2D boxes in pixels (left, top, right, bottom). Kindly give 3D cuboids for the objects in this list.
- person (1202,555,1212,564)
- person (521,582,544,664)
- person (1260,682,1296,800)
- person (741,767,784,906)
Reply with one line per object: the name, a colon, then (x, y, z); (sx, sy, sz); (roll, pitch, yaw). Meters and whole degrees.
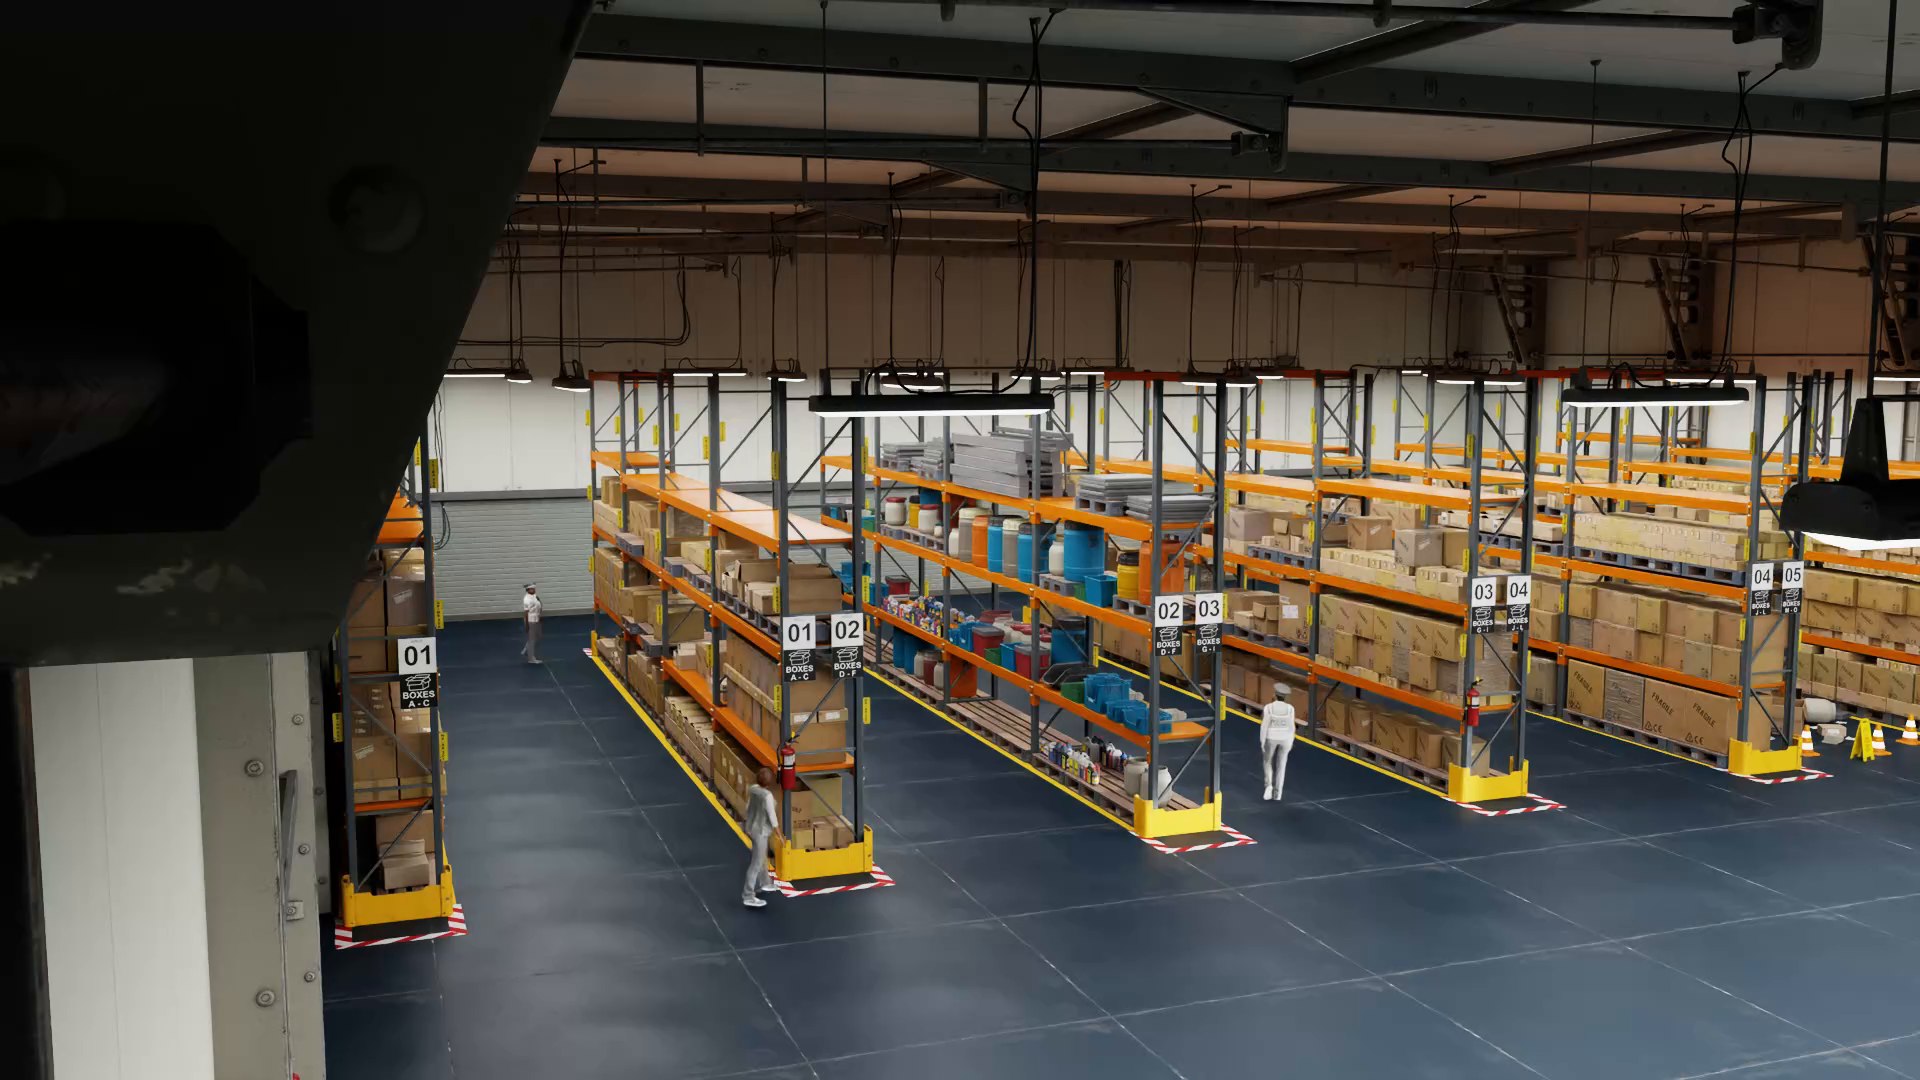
person: (5.685, 1.140, 38.624); (0.404, 1.775, 0.571); (-4, 7, -30)
person: (-8.799, 1.687, 34.116); (0.471, 1.699, 0.467); (-1, 6, -9)
person: (4.495, 2.856, 23.530); (0.484, 1.686, 0.452); (2, 7, 14)
person: (-2.289, 3.402, 19.268); (0.631, 1.575, 0.572); (-4, 7, -29)
